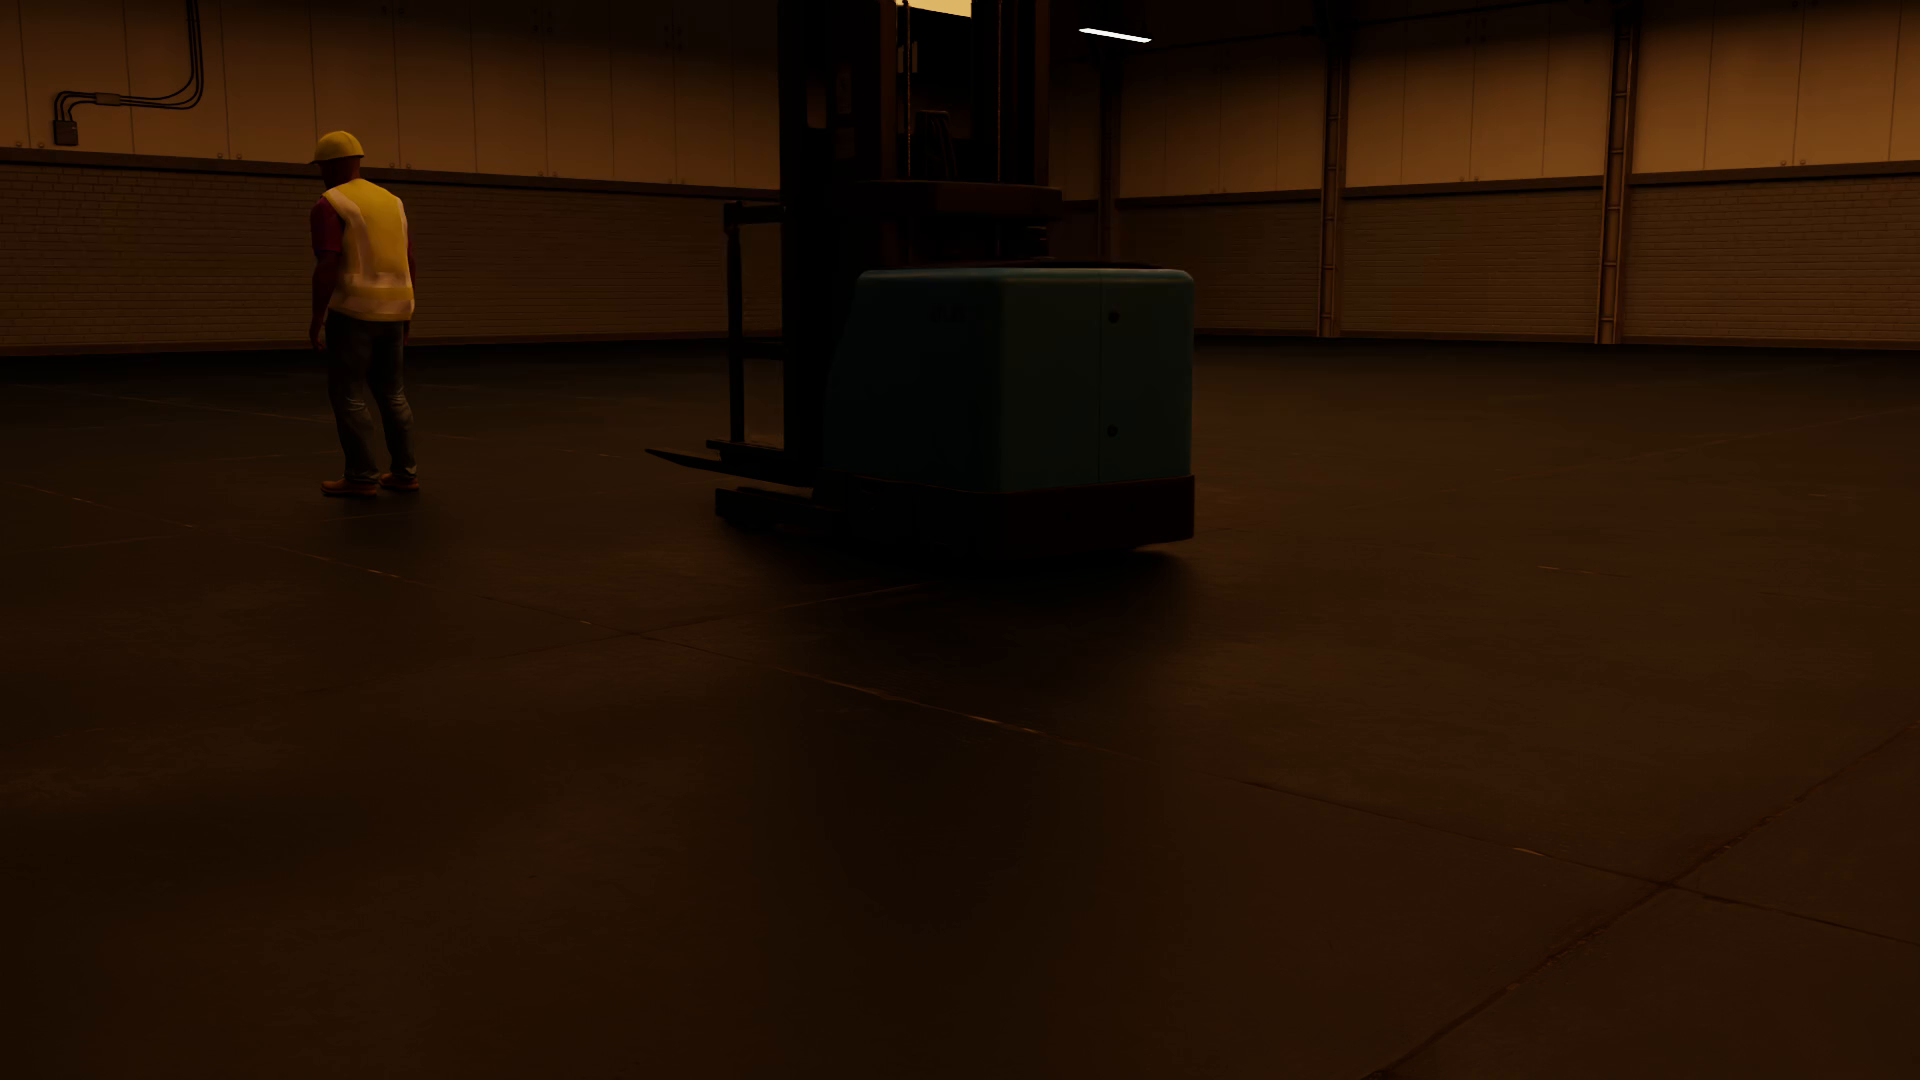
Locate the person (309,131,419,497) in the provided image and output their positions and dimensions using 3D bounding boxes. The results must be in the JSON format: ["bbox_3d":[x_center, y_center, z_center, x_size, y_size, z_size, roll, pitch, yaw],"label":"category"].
[{"bbox_3d":[-2.932,-1.103,8.147,0.460,1.759,0.629,4,10,26],"label":"person"}]

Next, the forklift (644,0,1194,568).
[{"bbox_3d":[-0.391,-1.524,6.994,1.130,2.935,3.031,-6,11,-36],"label":"forklift"}]
